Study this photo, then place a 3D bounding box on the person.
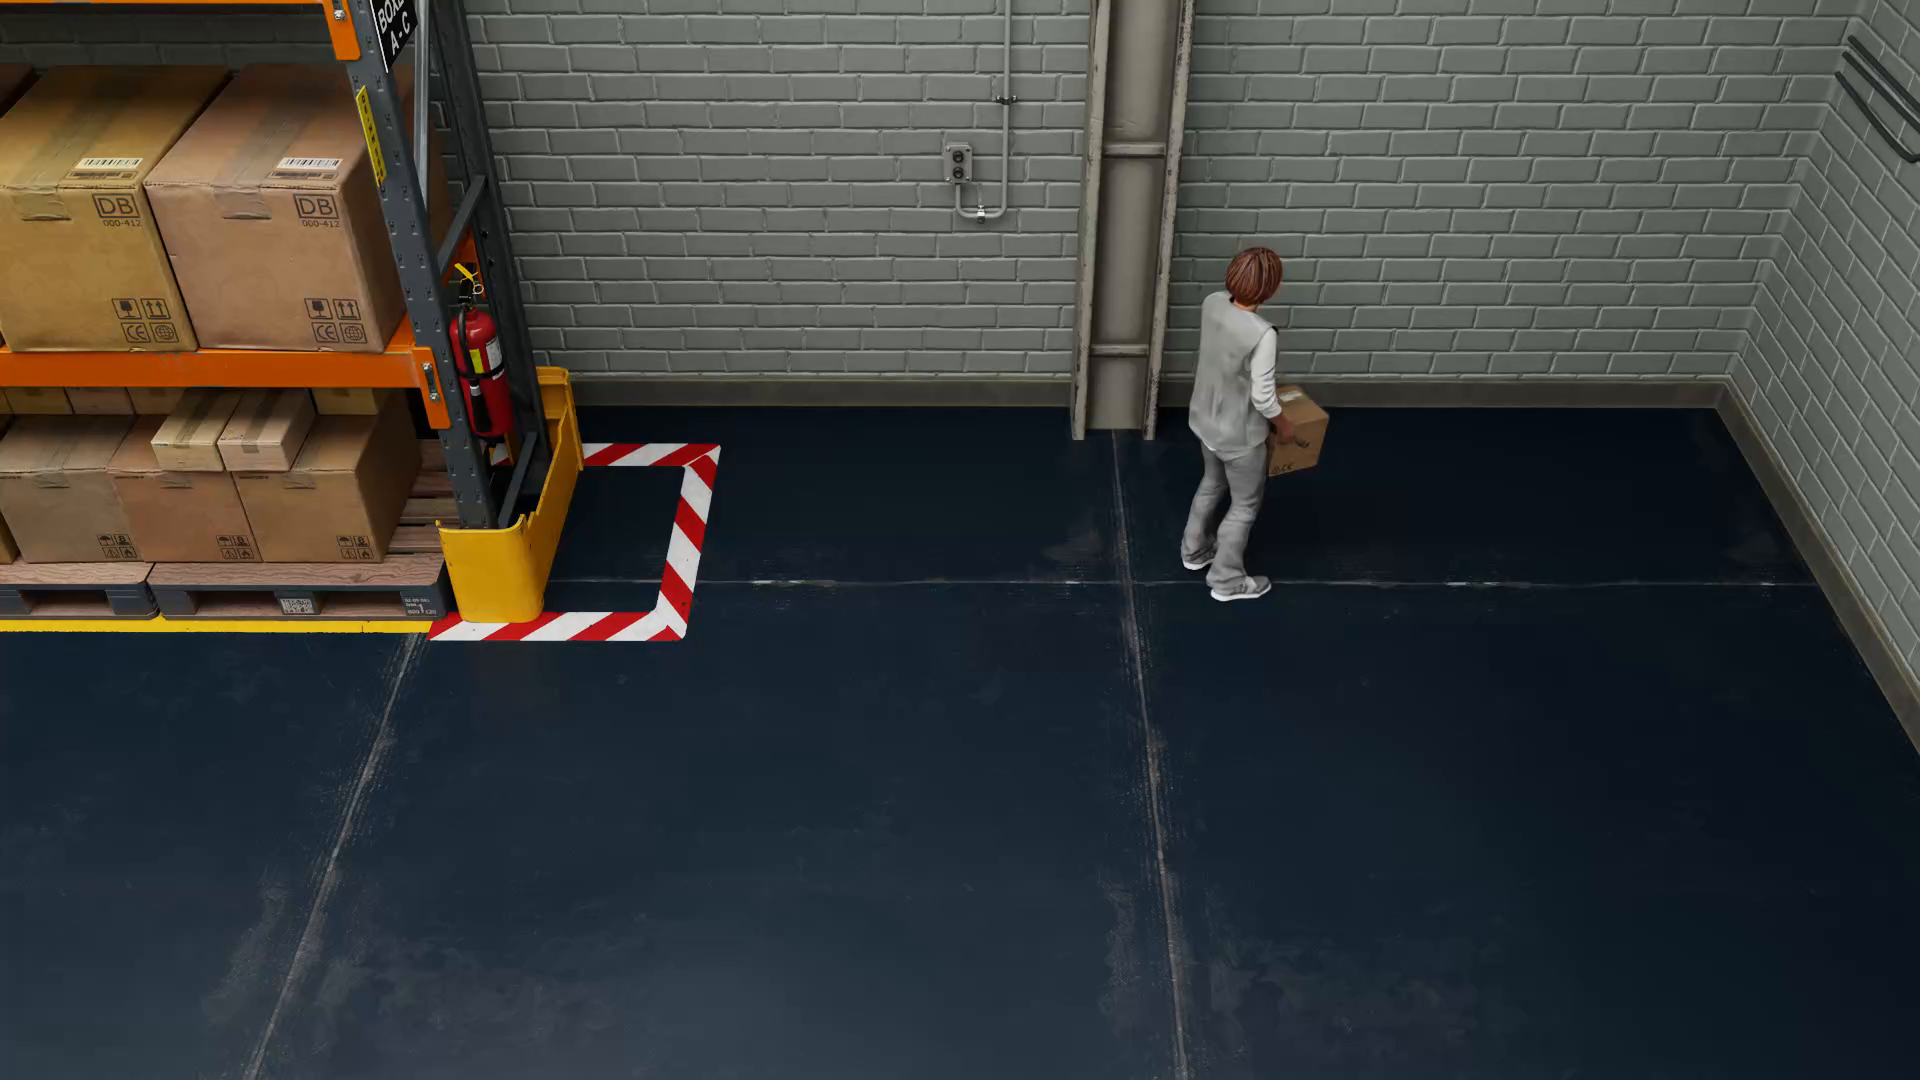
[{"bbox_3d":[1.102,-0.461,6.712,0.348,1.592,0.470,-19,44,-21],"label":"person"}]
